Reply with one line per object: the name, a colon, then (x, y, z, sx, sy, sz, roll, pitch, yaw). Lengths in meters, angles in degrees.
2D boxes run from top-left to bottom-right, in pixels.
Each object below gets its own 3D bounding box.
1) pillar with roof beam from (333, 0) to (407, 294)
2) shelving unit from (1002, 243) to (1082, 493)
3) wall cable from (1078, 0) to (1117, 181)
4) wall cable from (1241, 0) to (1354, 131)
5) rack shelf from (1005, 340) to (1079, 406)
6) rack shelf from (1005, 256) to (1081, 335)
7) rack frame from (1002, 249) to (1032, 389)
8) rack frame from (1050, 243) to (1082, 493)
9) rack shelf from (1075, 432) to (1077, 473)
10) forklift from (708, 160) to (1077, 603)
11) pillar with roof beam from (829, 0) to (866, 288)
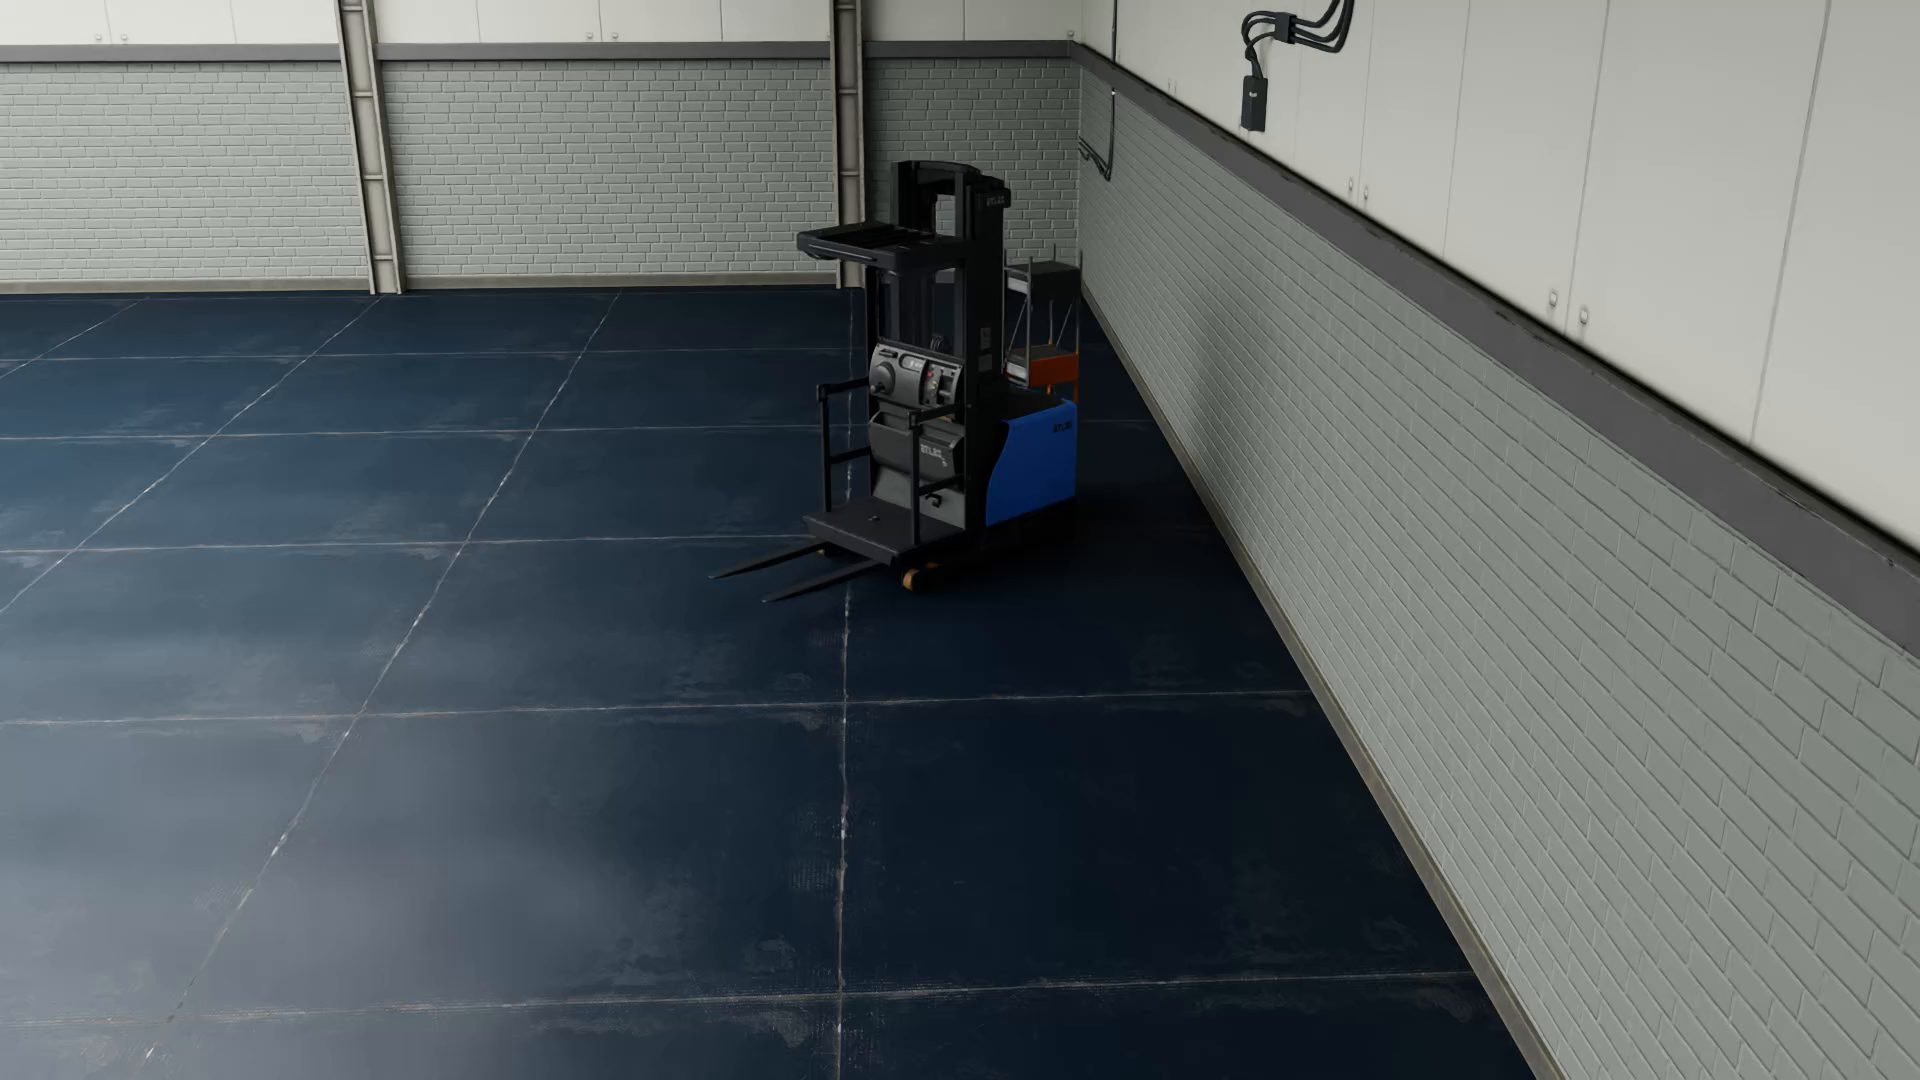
pillar with roof beam: (-7.172, -5.909, 15.994, 0.400, 9.000, 9.100, -1, 21, -3)
shelving unit: (0.656, -1.338, 13.672, 0.503, 2.100, 0.431, -12, 24, -30)
wall cable: (1.589, -5.699, 19.806, 0.112, 2.526, 3.097, -1, 21, -3)
wall cable: (2.115, -5.367, 9.790, 0.169, 6.003, 2.305, -1, 21, -3)
rack shelf: (0.656, -1.325, 13.677, 0.480, 0.518, 0.431, -12, 24, -30)
rack shelf: (0.658, -1.982, 13.435, 0.480, 0.518, 0.431, -12, 24, -30)
rack frame: (0.450, -1.293, 13.549, 0.015, 2.100, 0.400, -12, 24, -30)
rack frame: (0.862, -1.382, 13.795, 0.015, 2.100, 0.400, -12, 24, -30)
rack shelf: (0.654, -0.668, 13.919, 0.480, 0.518, 0.431, -12, 24, -30)
forklift: (-0.479, -1.198, 12.147, 3.031, 2.935, 1.130, -19, 28, -41)
pillar with roof beam: (-1.182, -6.031, 16.314, 0.400, 9.000, 9.100, -1, 21, -3)
